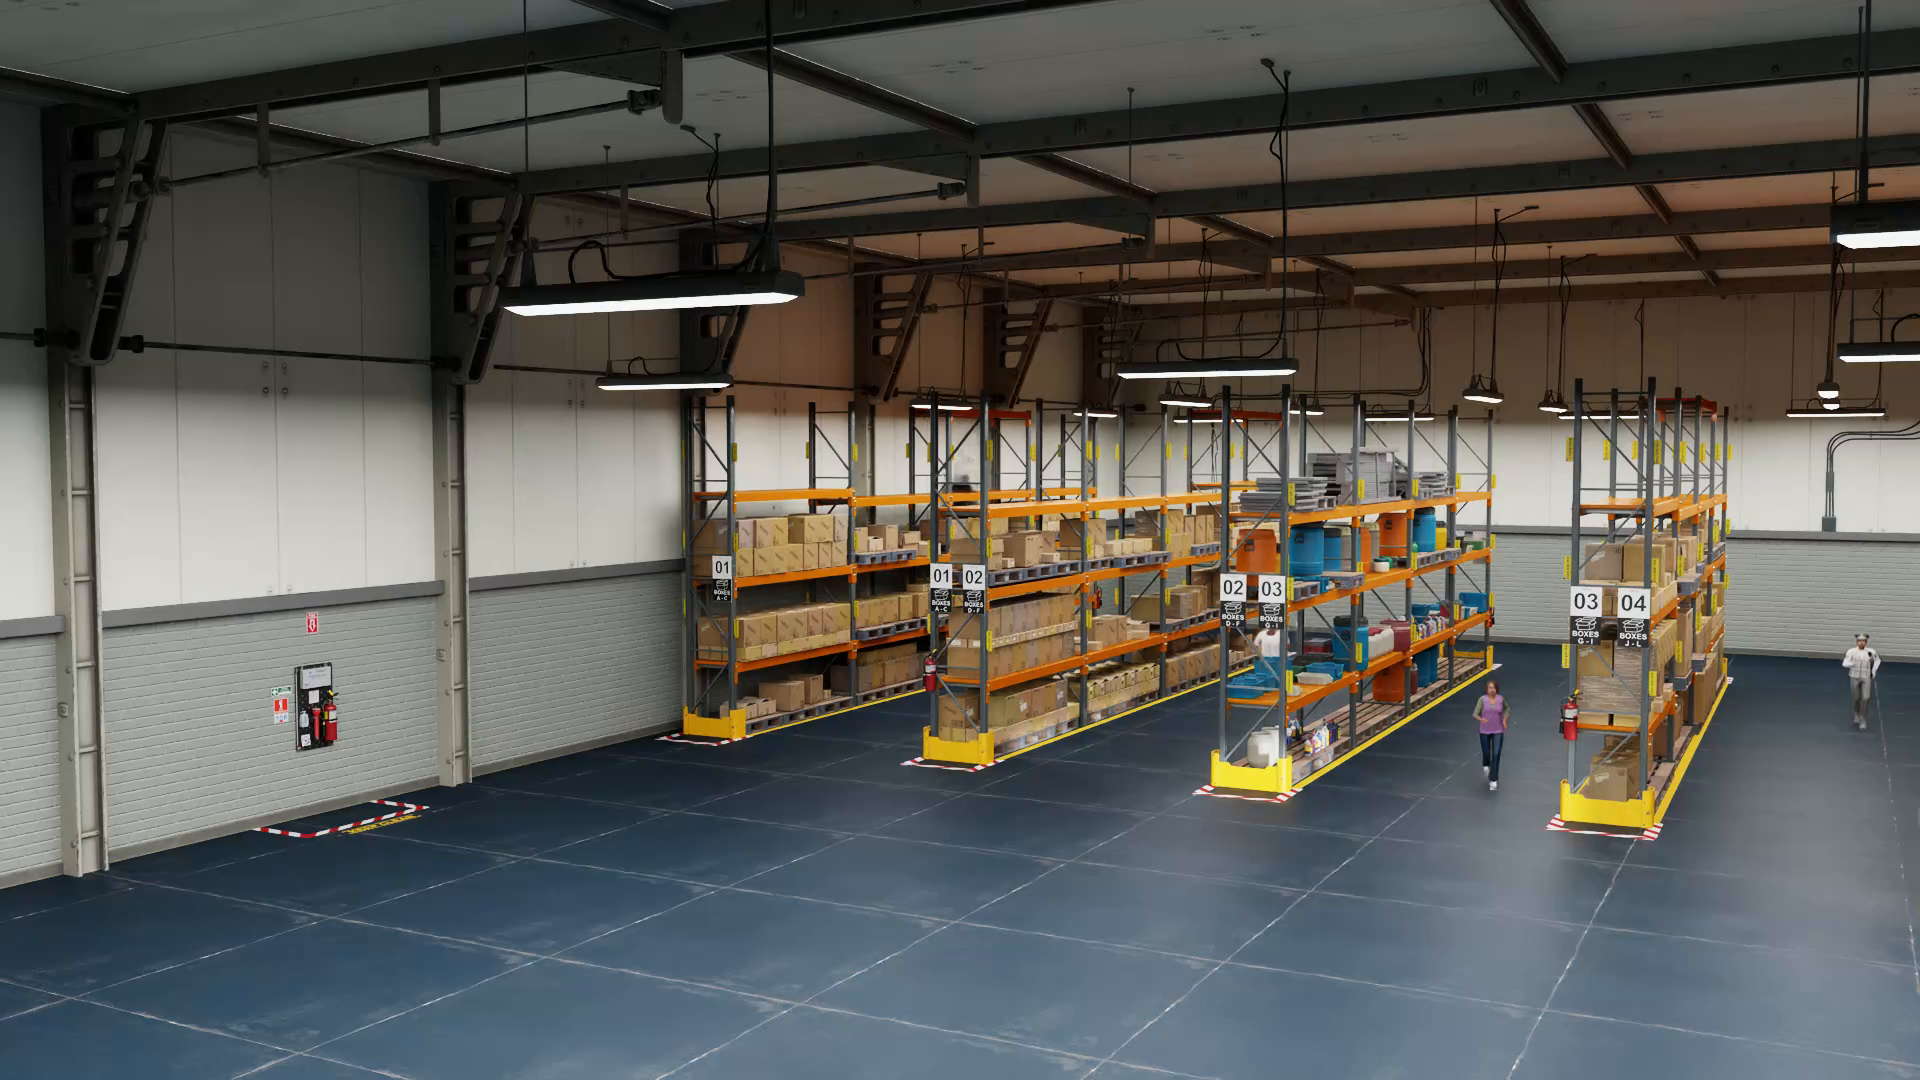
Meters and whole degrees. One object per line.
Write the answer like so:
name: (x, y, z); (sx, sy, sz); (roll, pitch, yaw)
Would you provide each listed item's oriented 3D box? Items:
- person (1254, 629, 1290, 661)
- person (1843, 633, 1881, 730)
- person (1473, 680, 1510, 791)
person: (6.167, 2.401, 33.022); (0.713, 1.728, 0.565); (1, 3, 18)
person: (16.401, 2.545, 30.271); (0.600, 1.730, 0.784); (2, 3, 30)
person: (7.940, 2.887, 24.845); (0.540, 1.593, 0.867); (1, 3, 14)
